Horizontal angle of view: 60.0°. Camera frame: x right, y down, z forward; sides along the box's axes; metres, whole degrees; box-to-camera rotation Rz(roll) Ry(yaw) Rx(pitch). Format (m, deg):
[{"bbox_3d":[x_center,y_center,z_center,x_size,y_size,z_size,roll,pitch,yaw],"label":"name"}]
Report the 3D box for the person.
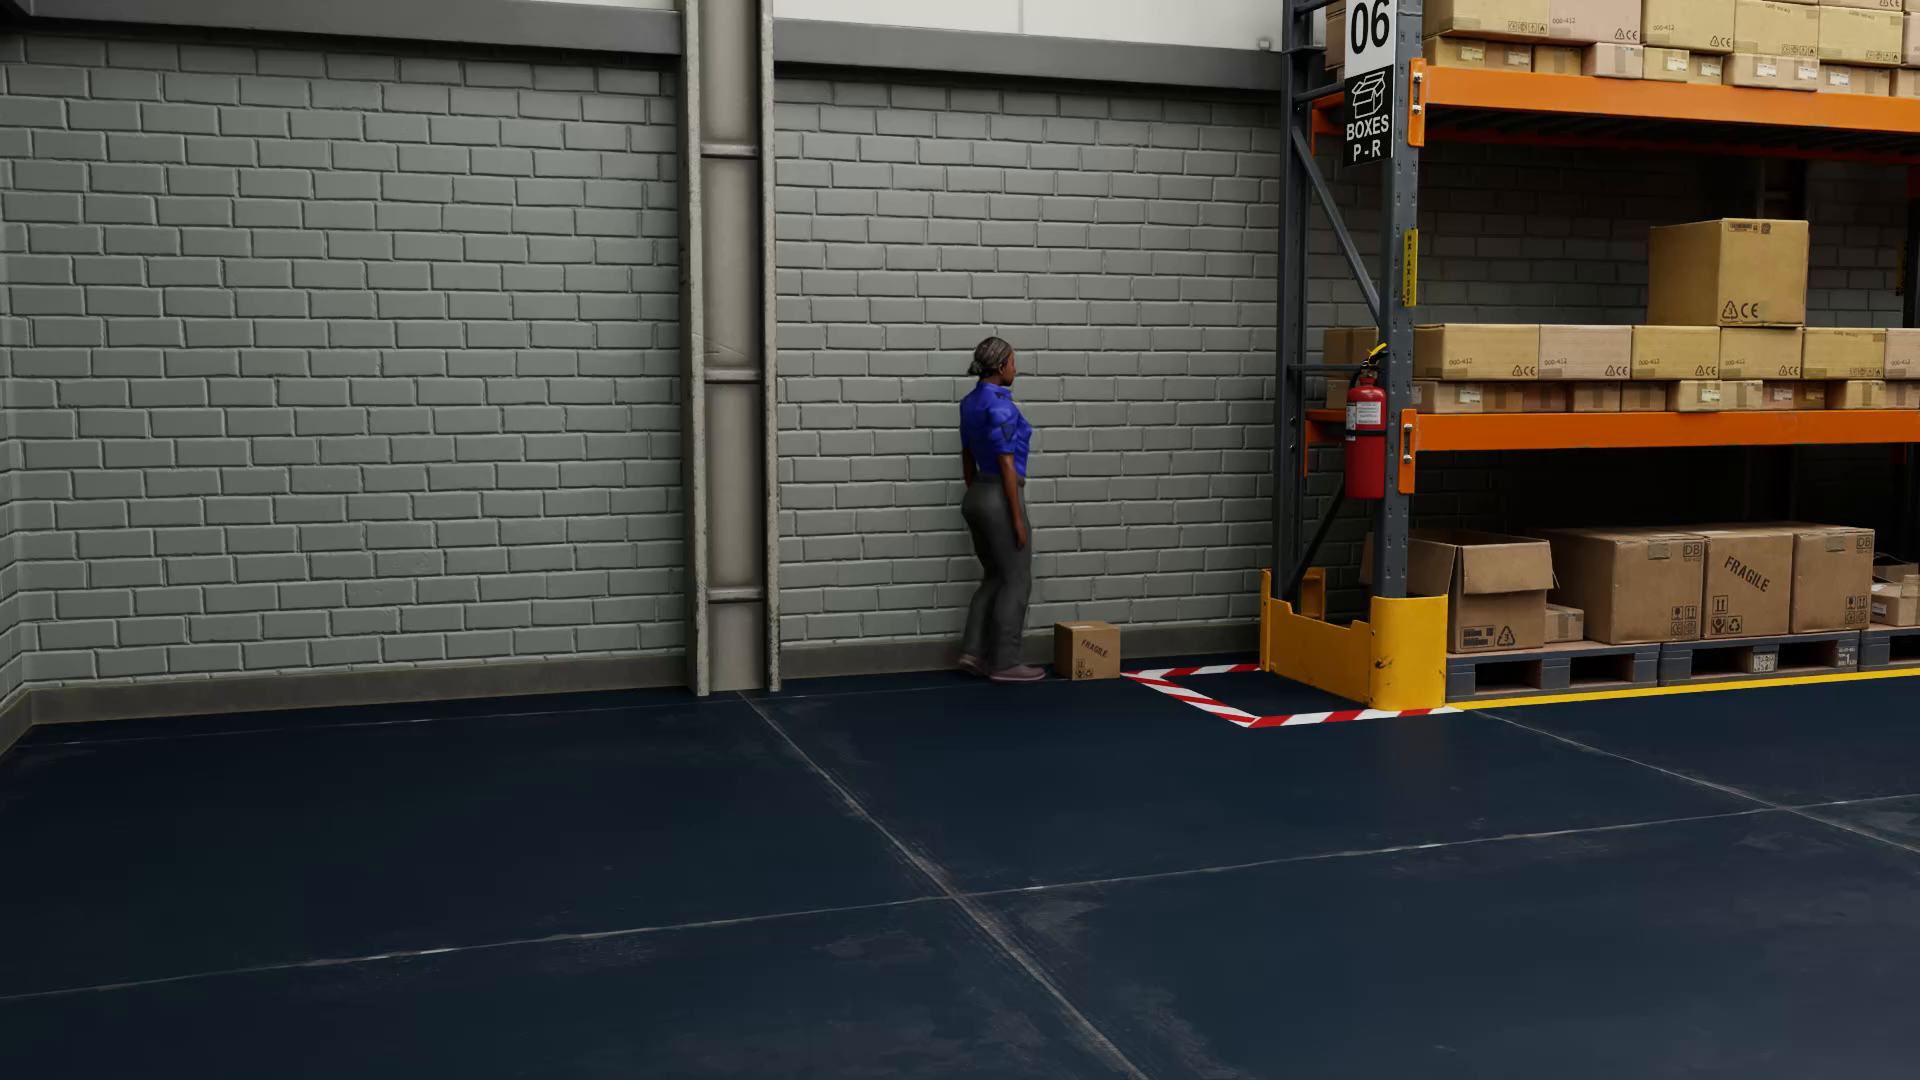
[{"bbox_3d":[0.211,-0.119,7.968,0.406,1.695,0.484,-3,6,-25],"label":"person"}]
